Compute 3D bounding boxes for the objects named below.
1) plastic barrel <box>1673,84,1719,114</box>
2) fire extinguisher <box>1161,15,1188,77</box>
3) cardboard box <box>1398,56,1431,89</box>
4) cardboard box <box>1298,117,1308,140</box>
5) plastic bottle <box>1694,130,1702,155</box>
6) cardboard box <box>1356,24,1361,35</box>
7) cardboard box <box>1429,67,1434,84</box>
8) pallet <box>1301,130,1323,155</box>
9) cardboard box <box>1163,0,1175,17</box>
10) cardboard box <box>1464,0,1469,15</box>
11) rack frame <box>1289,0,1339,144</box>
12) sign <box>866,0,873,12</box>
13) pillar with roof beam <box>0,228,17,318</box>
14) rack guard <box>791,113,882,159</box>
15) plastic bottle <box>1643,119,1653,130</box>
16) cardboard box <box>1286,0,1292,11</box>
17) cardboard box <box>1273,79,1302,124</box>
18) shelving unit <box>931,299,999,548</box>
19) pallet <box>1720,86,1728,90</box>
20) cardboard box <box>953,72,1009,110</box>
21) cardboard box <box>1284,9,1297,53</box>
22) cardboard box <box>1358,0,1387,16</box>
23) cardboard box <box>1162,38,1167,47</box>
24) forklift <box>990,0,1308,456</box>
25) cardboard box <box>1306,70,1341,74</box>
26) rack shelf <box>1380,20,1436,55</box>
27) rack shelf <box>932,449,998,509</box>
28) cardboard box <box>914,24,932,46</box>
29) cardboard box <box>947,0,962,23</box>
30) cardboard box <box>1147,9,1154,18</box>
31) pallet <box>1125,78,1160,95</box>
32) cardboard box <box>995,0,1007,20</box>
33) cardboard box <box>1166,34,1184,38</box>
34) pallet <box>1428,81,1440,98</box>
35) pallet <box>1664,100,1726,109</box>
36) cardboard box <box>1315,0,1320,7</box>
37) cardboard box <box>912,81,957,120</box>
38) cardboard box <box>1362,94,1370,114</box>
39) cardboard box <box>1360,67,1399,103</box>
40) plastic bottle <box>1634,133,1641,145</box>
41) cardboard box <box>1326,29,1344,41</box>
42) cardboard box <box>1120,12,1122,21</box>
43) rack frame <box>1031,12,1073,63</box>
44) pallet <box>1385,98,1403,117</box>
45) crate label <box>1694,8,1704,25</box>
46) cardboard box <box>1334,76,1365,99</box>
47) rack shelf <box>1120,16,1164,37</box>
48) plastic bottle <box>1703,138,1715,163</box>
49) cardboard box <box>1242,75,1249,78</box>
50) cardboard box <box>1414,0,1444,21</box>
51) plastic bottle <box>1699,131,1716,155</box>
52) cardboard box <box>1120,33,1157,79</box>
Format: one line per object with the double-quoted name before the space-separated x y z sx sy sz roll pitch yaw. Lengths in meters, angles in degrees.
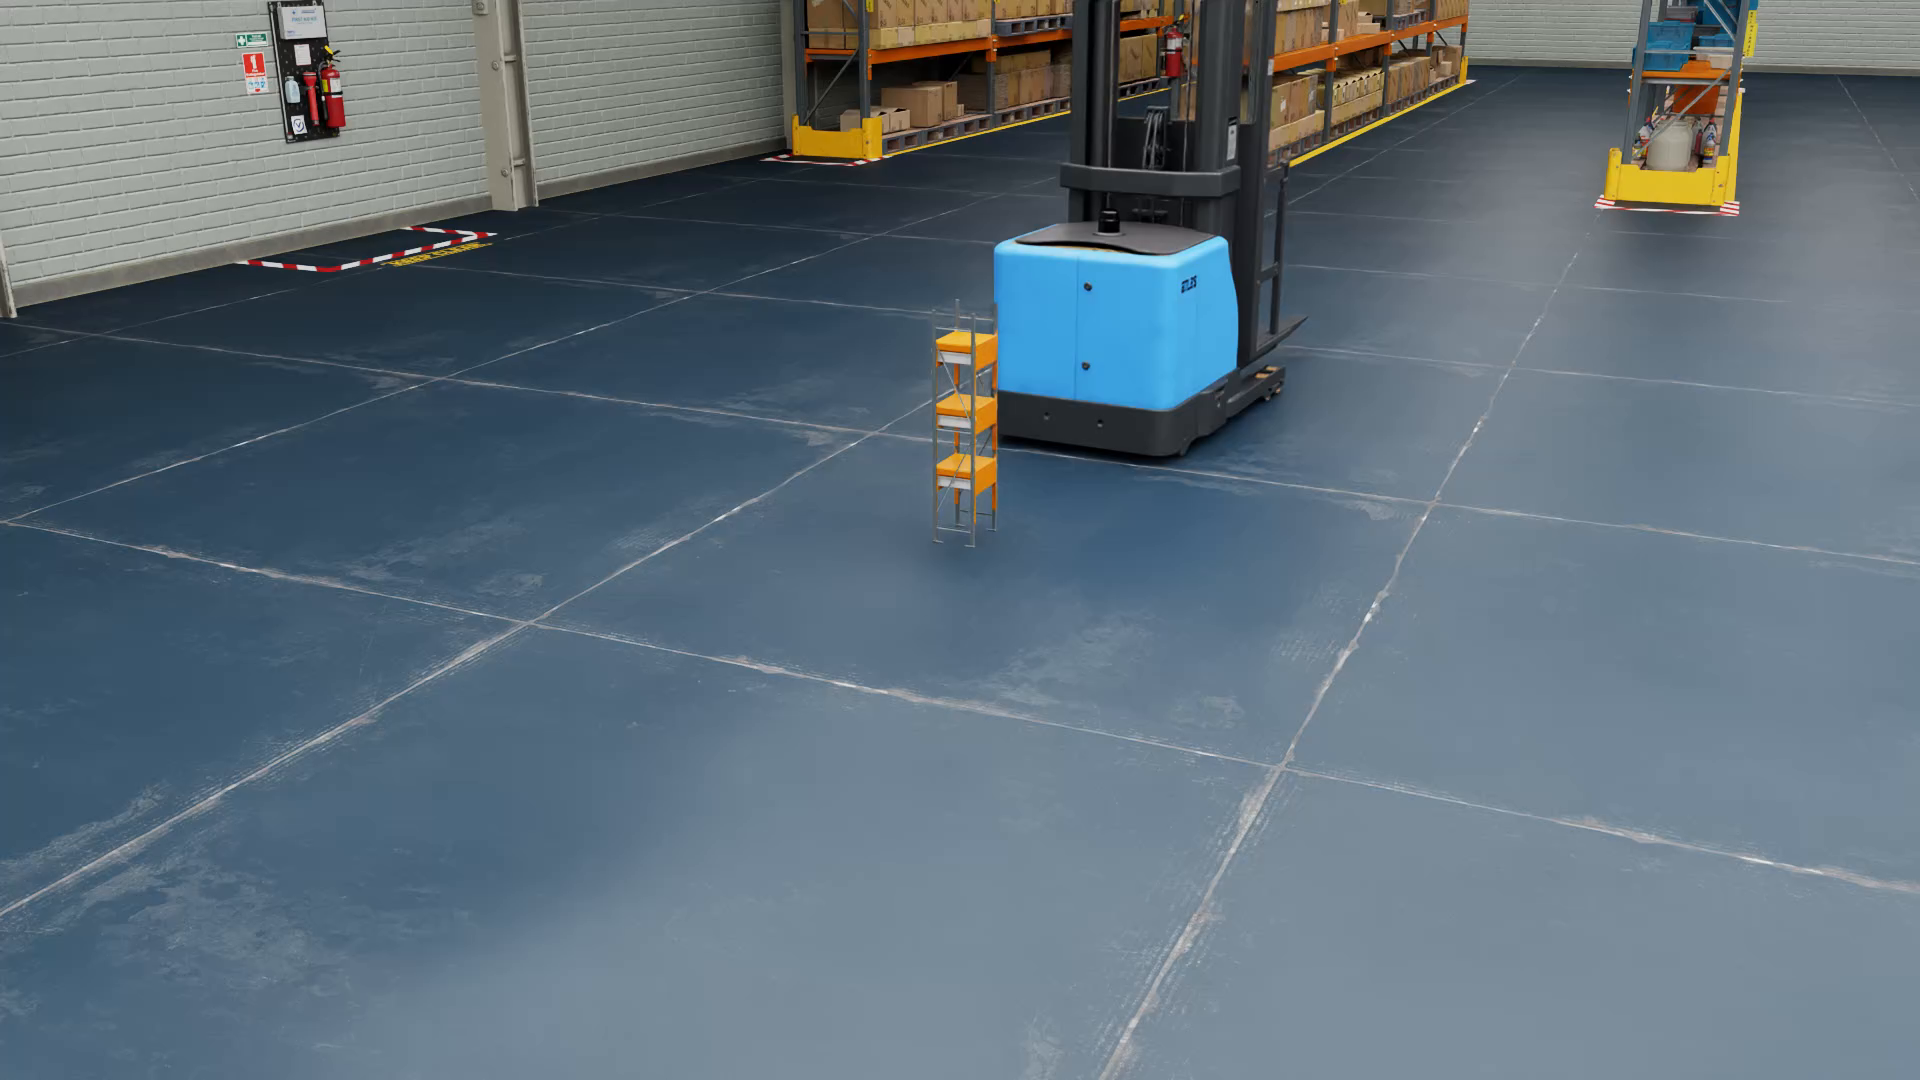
"plastic barrel" 10.892 -6.738 24.550 0.600 0.830 0.708 9 21 23
"fire extinguisher" 2.441 -5.637 18.958 0.296 0.674 0.183 9 21 23
"cardboard box" 7.887 -8.153 28.993 0.500 0.500 0.500 8 21 22
"cardboard box" 4.156 -5.293 21.352 0.500 0.250 0.500 9 21 23
"plastic bottle" 8.690 -4.687 19.568 0.061 0.283 0.133 9 21 23
"cardboard box" 5.718 -7.575 24.668 0.380 0.149 0.250 10 22 27
"cardboard box" 8.196 -8.353 29.836 0.500 0.311 0.500 9 21 23
"pallet" 4.187 -5.317 22.105 1.003 0.211 1.213 9 21 23
"cardboard box" 3.543 -10.298 31.500 0.980 0.700 0.700 9 21 24
"cardboard box" 9.530 -10.410 32.114 0.500 0.500 0.500 9 22 24
"rack frame" 4.551 -6.869 22.306 1.000 3.000 0.127 9 21 23
"sign" -1.112 -6.658 20.421 0.100 0.325 0.005 9 21 23
"pillar with roof beam" -3.096 -5.225 8.730 9.100 9.000 0.400 9 21 23
"rack guard" -1.576 -5.170 21.260 1.175 0.500 0.348 9 21 23
"plastic bottle" 8.282 -4.899 20.066 0.144 0.351 0.185 8 21 20
"cardboard box" 3.796 -6.483 20.104 0.380 0.149 0.250 8 21 22
"cardboard box" 3.953 -5.493 20.796 0.500 0.500 0.500 9 21 23
"shelving unit" 0.022 -0.511 7.339 0.215 1.050 0.252 9 21 23
"pallet" 13.109 -7.924 29.435 1.003 0.211 1.213 9 21 23
"cardboard box" 0.317 -6.804 25.198 0.700 0.500 0.500 9 22 25
"cardboard box" 3.748 -6.307 20.579 0.700 0.500 0.500 9 22 24
"cardboard box" 6.344 -8.544 26.242 0.700 0.500 0.500 2 20 4
"cardboard box" 4.013 -9.613 32.157 0.380 0.149 0.250 9 22 25
"forklift" 1.291 -2.256 9.439 1.130 2.935 3.031 10 22 26
"cardboard box" 5.499 -6.976 25.249 0.500 0.311 0.500 8 21 21
"rack shelf" 7.008 -8.364 27.584 1.077 0.370 4.000 9 21 23
"rack shelf" 0.022 -0.239 7.436 0.215 0.259 0.240 9 21 23
"cardboard box" -0.704 -6.684 21.982 0.500 0.250 0.500 8 21 22
"cardboard box" -0.296 -7.346 22.724 0.500 0.500 0.500 8 21 21
"cardboard box" 3.344 -9.661 30.503 0.380 0.149 0.250 9 21 24
"pallet" 3.059 -8.433 30.865 1.003 0.211 1.213 9 21 23
"cardboard box" 0.270 -7.952 24.548 0.700 0.500 0.500 9 21 23
"cardboard box" 4.308 -10.148 33.662 0.380 0.149 0.250 9 21 23
"pallet" 8.109 -8.210 30.240 1.003 0.211 1.213 9 21 23
"pallet" 11.492 -6.715 26.036 1.003 0.211 1.213 9 21 23
"cardboard box" 4.427 -6.953 21.426 0.380 0.149 0.250 8 21 21
"cardboard box" -0.358 -6.254 23.651 0.500 0.500 0.500 7 21 19
"cardboard box" 5.780 -6.488 24.712 0.500 0.250 0.500 9 22 24
"cardboard box" 6.636 -7.221 26.370 0.500 0.500 0.500 10 22 25
"plastic bottle" 7.814 -4.552 19.190 0.061 0.283 0.133 9 22 24
"cardboard box" 5.101 -6.993 23.031 0.380 0.149 0.250 9 21 23
"cardboard box" 2.633 -9.200 29.207 0.380 0.149 0.250 9 21 23
"rack frame" 1.668 -8.770 27.652 1.000 3.000 0.127 9 21 23
"pallet" 6.529 -7.001 26.838 1.003 0.211 1.213 9 21 23
"crate label" 10.053 -7.161 23.074 0.502 0.435 0.616 9 21 23
"cardboard box" 5.576 -6.597 24.183 0.500 0.311 0.500 9 22 24
"rack shelf" 2.487 -9.042 29.492 1.077 0.370 4.000 9 21 23
"plastic bottle" 8.458 -4.398 18.775 0.097 0.271 0.097 0 20 0
"cardboard box" 3.666 -5.720 21.433 0.500 0.500 0.500 9 21 23
"cardboard box" 8.285 -9.480 29.499 0.500 0.500 0.500 9 22 24
"plastic bottle" 8.787 -4.669 19.529 0.152 0.276 0.135 9 21 24
"cardboard box" 3.159 -8.961 30.771 0.750 0.750 0.750 9 21 23
